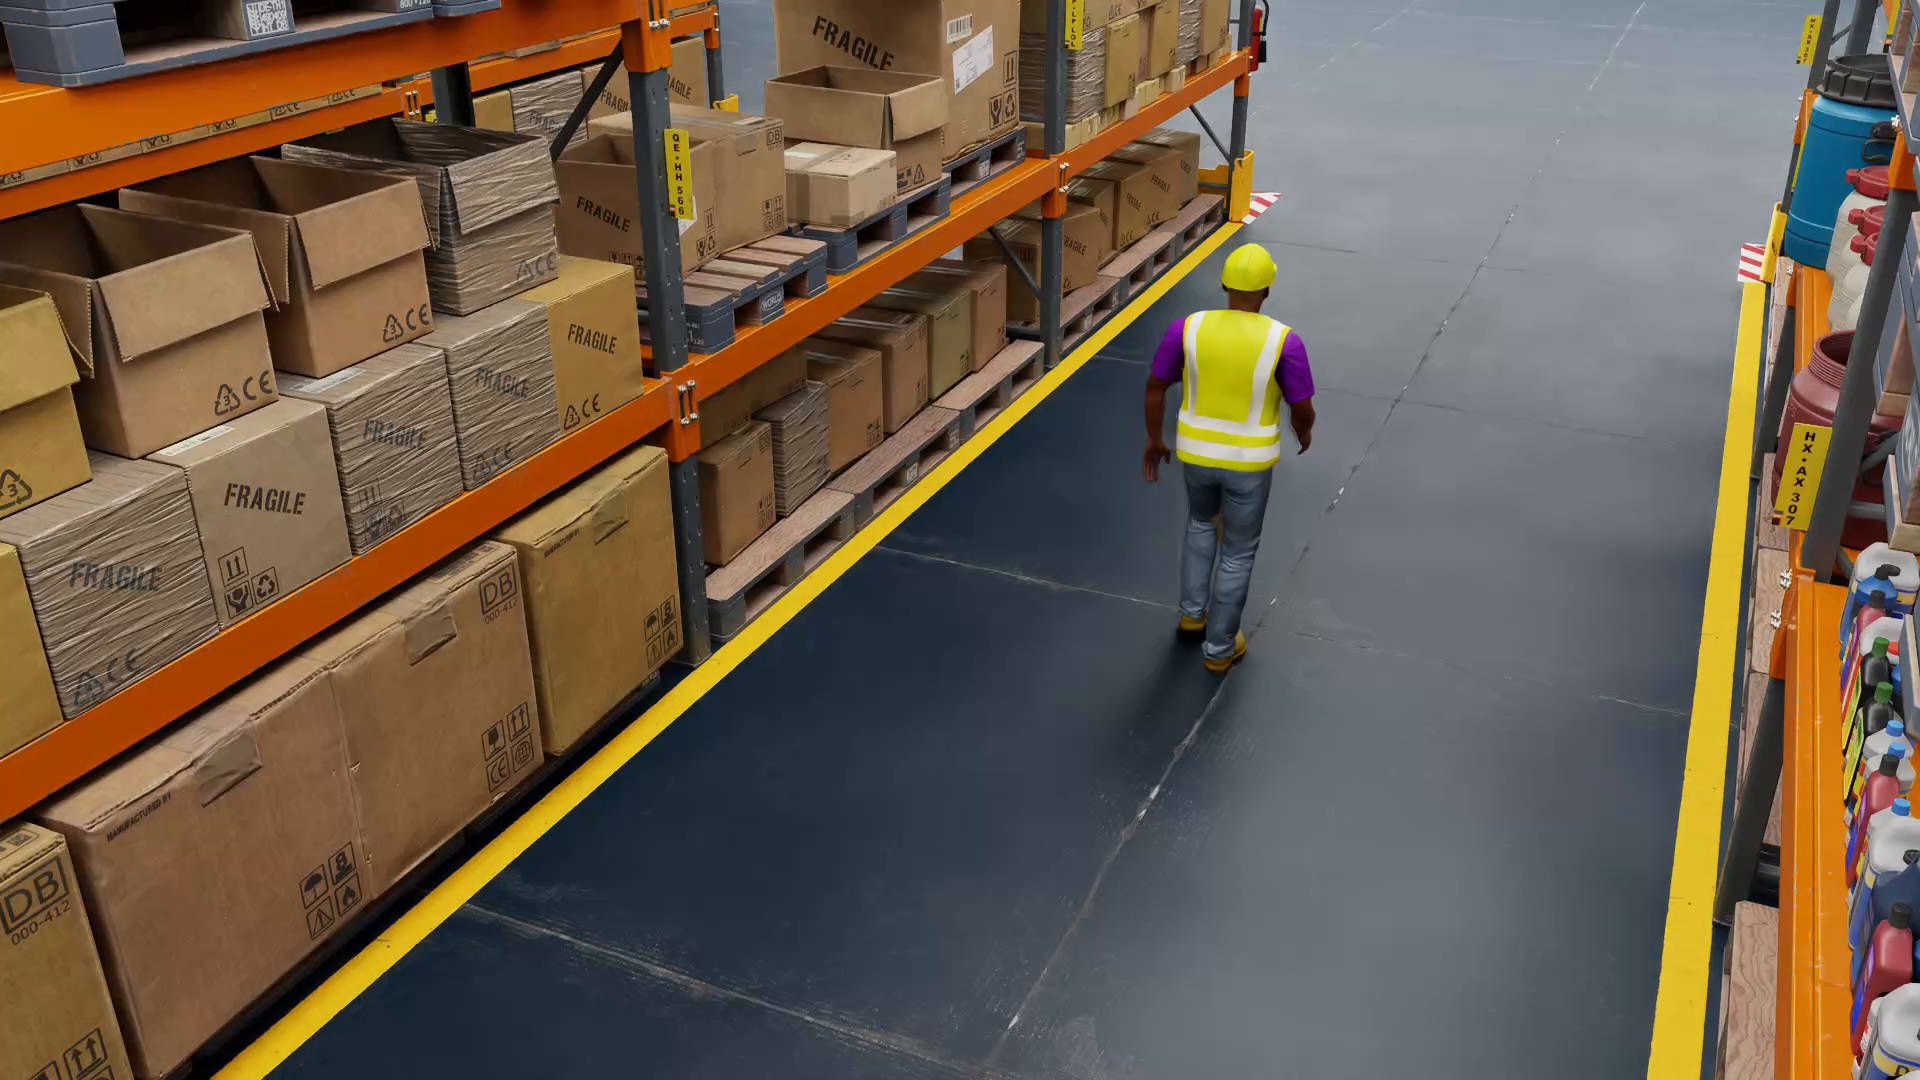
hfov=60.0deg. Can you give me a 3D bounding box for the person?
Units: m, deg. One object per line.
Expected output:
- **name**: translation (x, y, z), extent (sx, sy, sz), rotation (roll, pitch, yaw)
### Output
- **person**: translation (1.104, -0.351, 6.830), extent (0.680, 1.745, 0.590), rotation (13, 29, 24)
